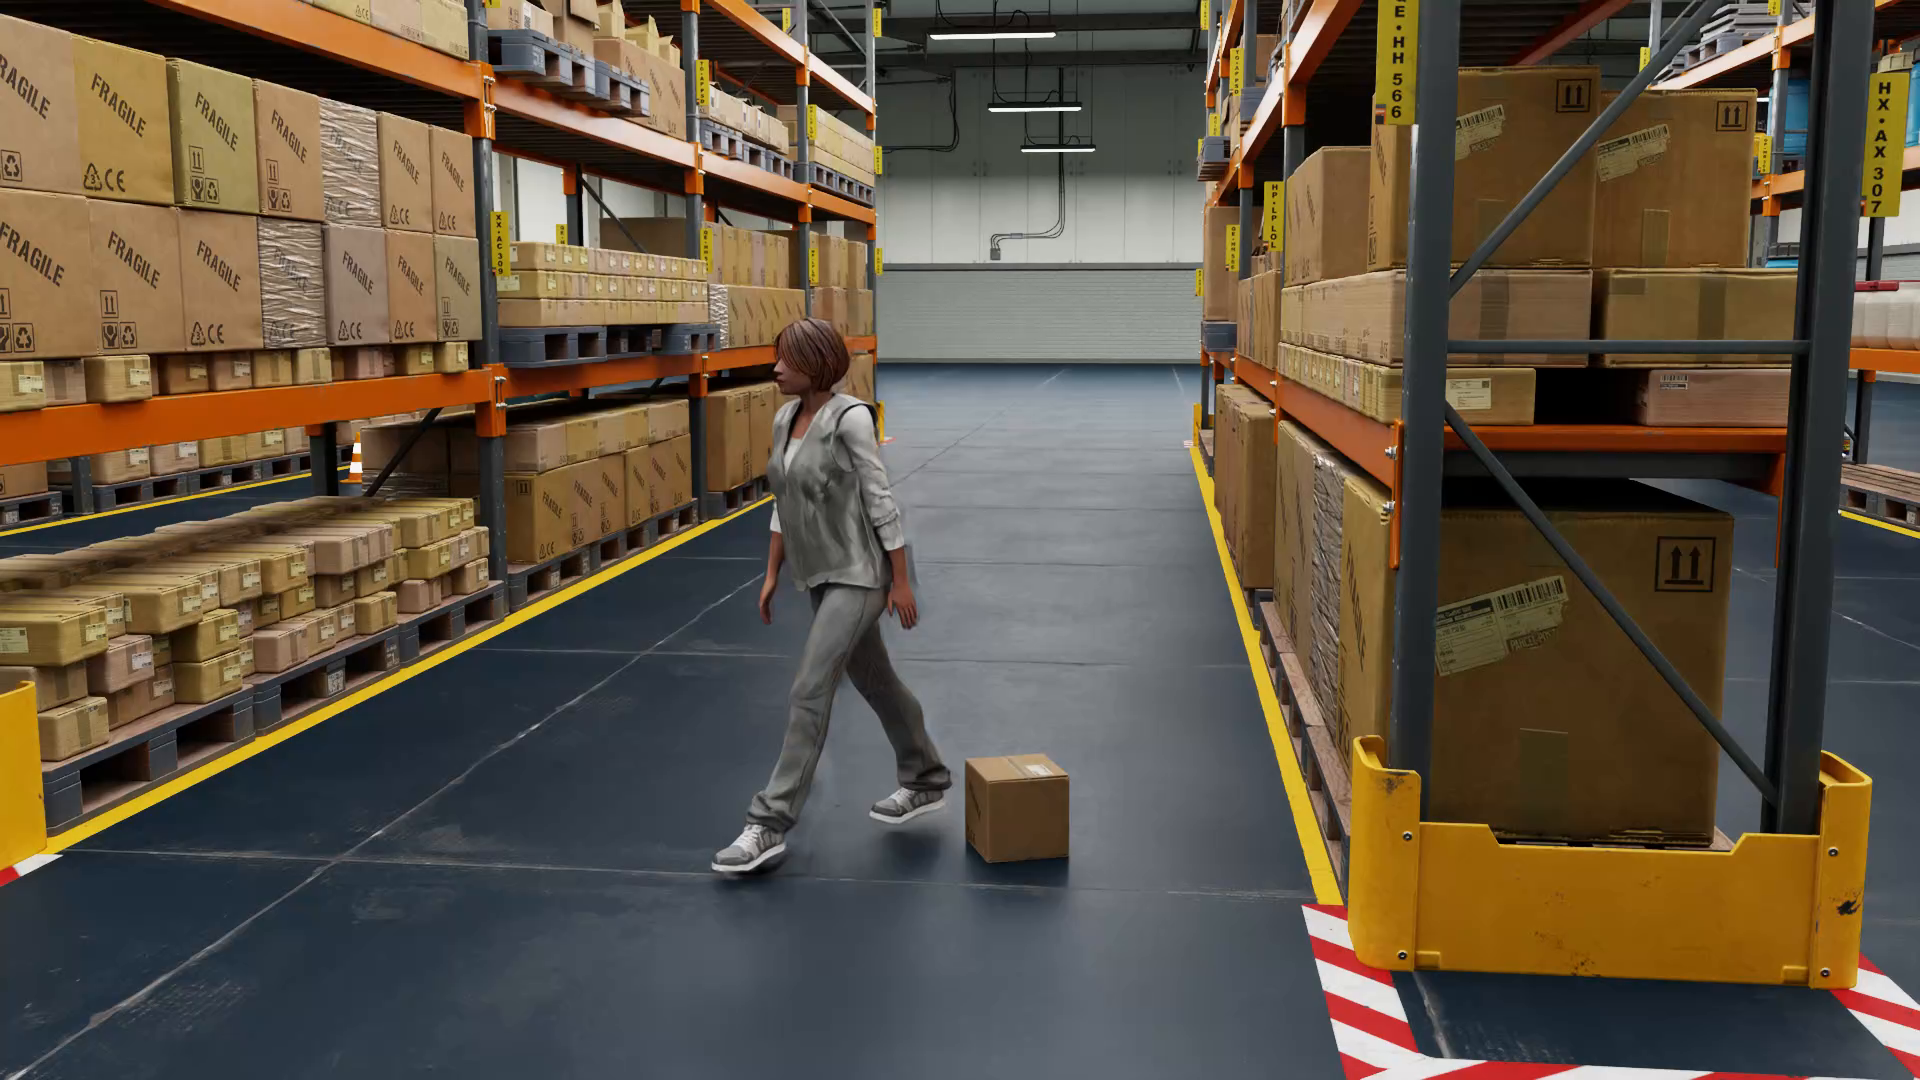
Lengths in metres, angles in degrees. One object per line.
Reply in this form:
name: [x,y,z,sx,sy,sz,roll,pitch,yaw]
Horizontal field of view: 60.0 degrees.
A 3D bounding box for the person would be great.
person: [-0.404,0.126,4.898,0.877,1.539,0.442,-5,9,-33]
